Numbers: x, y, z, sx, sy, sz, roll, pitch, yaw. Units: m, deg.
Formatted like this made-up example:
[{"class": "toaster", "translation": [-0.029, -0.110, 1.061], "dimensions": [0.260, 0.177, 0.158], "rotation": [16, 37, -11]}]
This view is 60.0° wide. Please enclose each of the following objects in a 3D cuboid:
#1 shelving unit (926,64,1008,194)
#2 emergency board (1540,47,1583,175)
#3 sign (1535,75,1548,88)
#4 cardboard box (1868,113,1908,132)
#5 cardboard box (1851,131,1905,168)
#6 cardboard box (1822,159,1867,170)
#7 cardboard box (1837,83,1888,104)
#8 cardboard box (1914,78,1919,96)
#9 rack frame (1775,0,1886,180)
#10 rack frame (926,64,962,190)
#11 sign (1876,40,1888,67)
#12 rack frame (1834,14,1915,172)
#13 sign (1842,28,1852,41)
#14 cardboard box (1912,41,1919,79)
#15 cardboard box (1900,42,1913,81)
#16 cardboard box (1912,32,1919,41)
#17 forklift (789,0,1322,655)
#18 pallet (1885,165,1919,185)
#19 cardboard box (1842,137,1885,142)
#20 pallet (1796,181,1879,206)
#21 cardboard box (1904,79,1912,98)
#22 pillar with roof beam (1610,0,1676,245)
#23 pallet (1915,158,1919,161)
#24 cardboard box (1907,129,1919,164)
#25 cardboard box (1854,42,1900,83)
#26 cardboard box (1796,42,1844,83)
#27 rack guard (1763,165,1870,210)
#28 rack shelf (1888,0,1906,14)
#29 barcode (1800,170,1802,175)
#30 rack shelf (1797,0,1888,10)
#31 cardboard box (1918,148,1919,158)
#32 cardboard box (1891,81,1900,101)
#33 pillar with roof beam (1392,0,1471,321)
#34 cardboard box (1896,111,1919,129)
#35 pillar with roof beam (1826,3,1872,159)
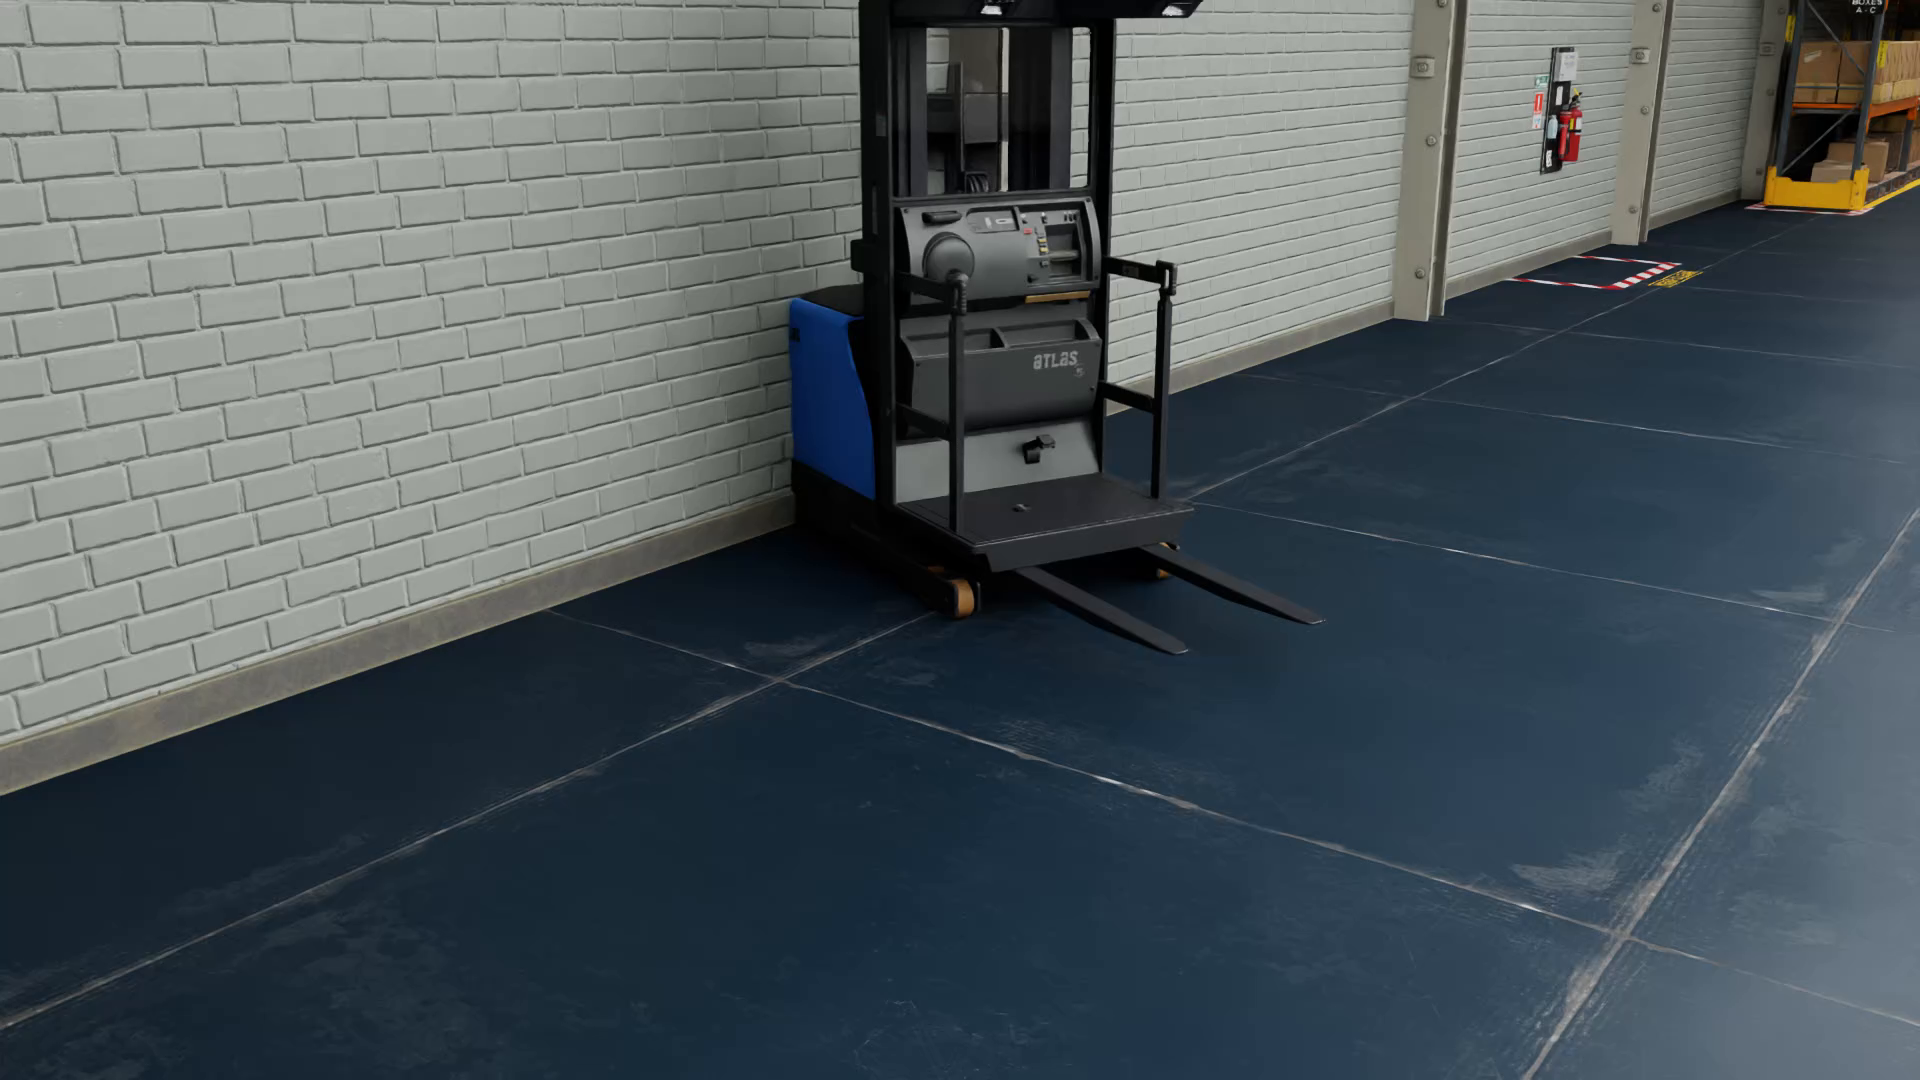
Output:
[{"class": "shelving unit", "translation": [-0.022, -1.292, 8.335], "dimensions": [0.431, 2.100, 0.503], "rotation": [10, 19, 32]}, {"class": "emergency board", "translation": [5.826, -4.119, 15.948], "dimensions": [0.194, 1.169, 0.643], "rotation": [12, 21, 35]}, {"class": "sign", "translation": [5.423, -4.275, 15.498], "dimensions": [0.001, 0.109, 0.331], "rotation": [12, 21, 35]}, {"class": "cardboard box", "translation": [14.250, -6.421, 25.571], "dimensions": [0.500, 0.250, 0.500], "rotation": [12, 21, 34]}, {"class": "cardboard box", "translation": [13.990, -5.957, 25.342], "dimensions": [0.700, 0.500, 0.500], "rotation": [13, 22, 37]}, {"class": "cardboard box", "translation": [12.006, -5.021, 22.645], "dimensions": [0.500, 0.311, 0.500], "rotation": [15, 22, 39]}, {"class": "cardboard box", "translation": [11.727, -5.808, 21.608], "dimensions": [0.500, 0.250, 0.500], "rotation": [12, 21, 33]}, {"class": "cardboard box", "translation": [13.526, -6.534, 23.946], "dimensions": [0.500, 0.250, 0.500], "rotation": [12, 21, 35]}, {"class": "rack frame", "translation": [11.181, -5.810, 21.395], "dimensions": [1.000, 3.000, 0.127], "rotation": [12, 21, 35]}, {"class": "rack frame", "translation": [-0.156, -1.237, 8.140], "dimensions": [0.400, 2.100, 0.015], "rotation": [10, 19, 32]}, {"class": "sign", "translation": [11.617, -6.127, 20.958], "dimensions": [0.100, 0.325, 0.005], "rotation": [12, 21, 35]}, {"class": "rack frame", "translation": [13.565, -6.763, 24.463], "dimensions": [1.000, 3.000, 0.127], "rotation": [12, 21, 35]}, {"class": "sign", "translation": [13.117, -7.413, 24.604], "dimensions": [0.100, 0.325, 0.005], "rotation": [12, 21, 35]}, {"class": "cardboard box", "translation": [13.239, -6.772, 23.446], "dimensions": [0.500, 0.500, 0.500], "rotation": [12, 21, 34]}, {"class": "cardboard box", "translation": [12.621, -6.529, 22.667], "dimensions": [0.500, 0.500, 0.500], "rotation": [13, 22, 36]}, {"class": "cardboard box", "translation": [15.587, -8.116, 26.817], "dimensions": [0.380, 0.149, 0.250], "rotation": [9, 19, 26]}, {"class": "forklift", "translation": [0.285, -1.234, 6.775], "dimensions": [1.130, 2.935, 3.031], "rotation": [-10, 20, -28]}, {"class": "pallet", "translation": [14.027, -5.617, 25.474], "dimensions": [1.003, 0.211, 1.213], "rotation": [12, 21, 35]}, {"class": "cardboard box", "translation": [12.978, -5.525, 23.949], "dimensions": [0.500, 0.500, 0.500], "rotation": [11, 20, 31]}, {"class": "pallet", "translation": [11.739, -4.684, 22.470], "dimensions": [1.003, 0.211, 1.213], "rotation": [12, 21, 35]}, {"class": "cardboard box", "translation": [12.935, -6.294, 23.174], "dimensions": [0.500, 0.250, 0.500], "rotation": [12, 21, 34]}, {"class": "pillar with roof beam", "translation": [10.786, -6.805, 14.483], "dimensions": [9.100, 9.000, 0.400], "rotation": [12, 21, 35]}, {"class": "pallet", "translation": [15.481, -6.198, 27.346], "dimensions": [1.003, 0.211, 1.213], "rotation": [12, 21, 35]}, {"class": "cardboard box", "translation": [14.594, -6.204, 26.135], "dimensions": [0.700, 0.500, 0.500], "rotation": [13, 21, 35]}, {"class": "cardboard box", "translation": [12.010, -6.282, 21.871], "dimensions": [0.500, 0.500, 0.500], "rotation": [12, 21, 35]}, {"class": "cardboard box", "translation": [11.292, -6.256, 21.785], "dimensions": [0.500, 0.500, 0.500], "rotation": [12, 21, 34]}, {"class": "rack guard", "translation": [11.227, -4.634, 21.824], "dimensions": [1.175, 0.500, 0.348], "rotation": [12, 21, 35]}, {"class": "rack shelf", "translation": [14.756, -8.328, 25.659], "dimensions": [1.077, 0.370, 4.000], "rotation": [12, 21, 35]}, {"class": "barcode", "translation": [11.355, -4.964, 22.448], "dimensions": [0.001, 0.075, 0.075], "rotation": [12, 21, 35]}, {"class": "rack shelf", "translation": [12.373, -7.375, 22.591], "dimensions": [1.077, 0.370, 4.000], "rotation": [12, 21, 35]}, {"class": "cardboard box", "translation": [15.161, -6.449, 26.925], "dimensions": [0.700, 0.500, 0.500], "rotation": [12, 21, 35]}, {"class": "cardboard box", "translation": [12.333, -6.054, 22.401], "dimensions": [0.500, 0.250, 0.500], "rotation": [12, 21, 34]}, {"class": "pillar with roof beam", "translation": [7.211, -5.376, 9.881], "dimensions": [9.100, 9.000, 0.400], "rotation": [12, 21, 35]}, {"class": "cardboard box", "translation": [14.869, -6.661, 26.344], "dimensions": [0.500, 0.250, 0.500], "rotation": [12, 21, 34]}, {"class": "pillar with roof beam", "translation": [17.936, -9.663, 23.686], "dimensions": [9.100, 9.000, 0.400], "rotation": [12, 21, 35]}]
